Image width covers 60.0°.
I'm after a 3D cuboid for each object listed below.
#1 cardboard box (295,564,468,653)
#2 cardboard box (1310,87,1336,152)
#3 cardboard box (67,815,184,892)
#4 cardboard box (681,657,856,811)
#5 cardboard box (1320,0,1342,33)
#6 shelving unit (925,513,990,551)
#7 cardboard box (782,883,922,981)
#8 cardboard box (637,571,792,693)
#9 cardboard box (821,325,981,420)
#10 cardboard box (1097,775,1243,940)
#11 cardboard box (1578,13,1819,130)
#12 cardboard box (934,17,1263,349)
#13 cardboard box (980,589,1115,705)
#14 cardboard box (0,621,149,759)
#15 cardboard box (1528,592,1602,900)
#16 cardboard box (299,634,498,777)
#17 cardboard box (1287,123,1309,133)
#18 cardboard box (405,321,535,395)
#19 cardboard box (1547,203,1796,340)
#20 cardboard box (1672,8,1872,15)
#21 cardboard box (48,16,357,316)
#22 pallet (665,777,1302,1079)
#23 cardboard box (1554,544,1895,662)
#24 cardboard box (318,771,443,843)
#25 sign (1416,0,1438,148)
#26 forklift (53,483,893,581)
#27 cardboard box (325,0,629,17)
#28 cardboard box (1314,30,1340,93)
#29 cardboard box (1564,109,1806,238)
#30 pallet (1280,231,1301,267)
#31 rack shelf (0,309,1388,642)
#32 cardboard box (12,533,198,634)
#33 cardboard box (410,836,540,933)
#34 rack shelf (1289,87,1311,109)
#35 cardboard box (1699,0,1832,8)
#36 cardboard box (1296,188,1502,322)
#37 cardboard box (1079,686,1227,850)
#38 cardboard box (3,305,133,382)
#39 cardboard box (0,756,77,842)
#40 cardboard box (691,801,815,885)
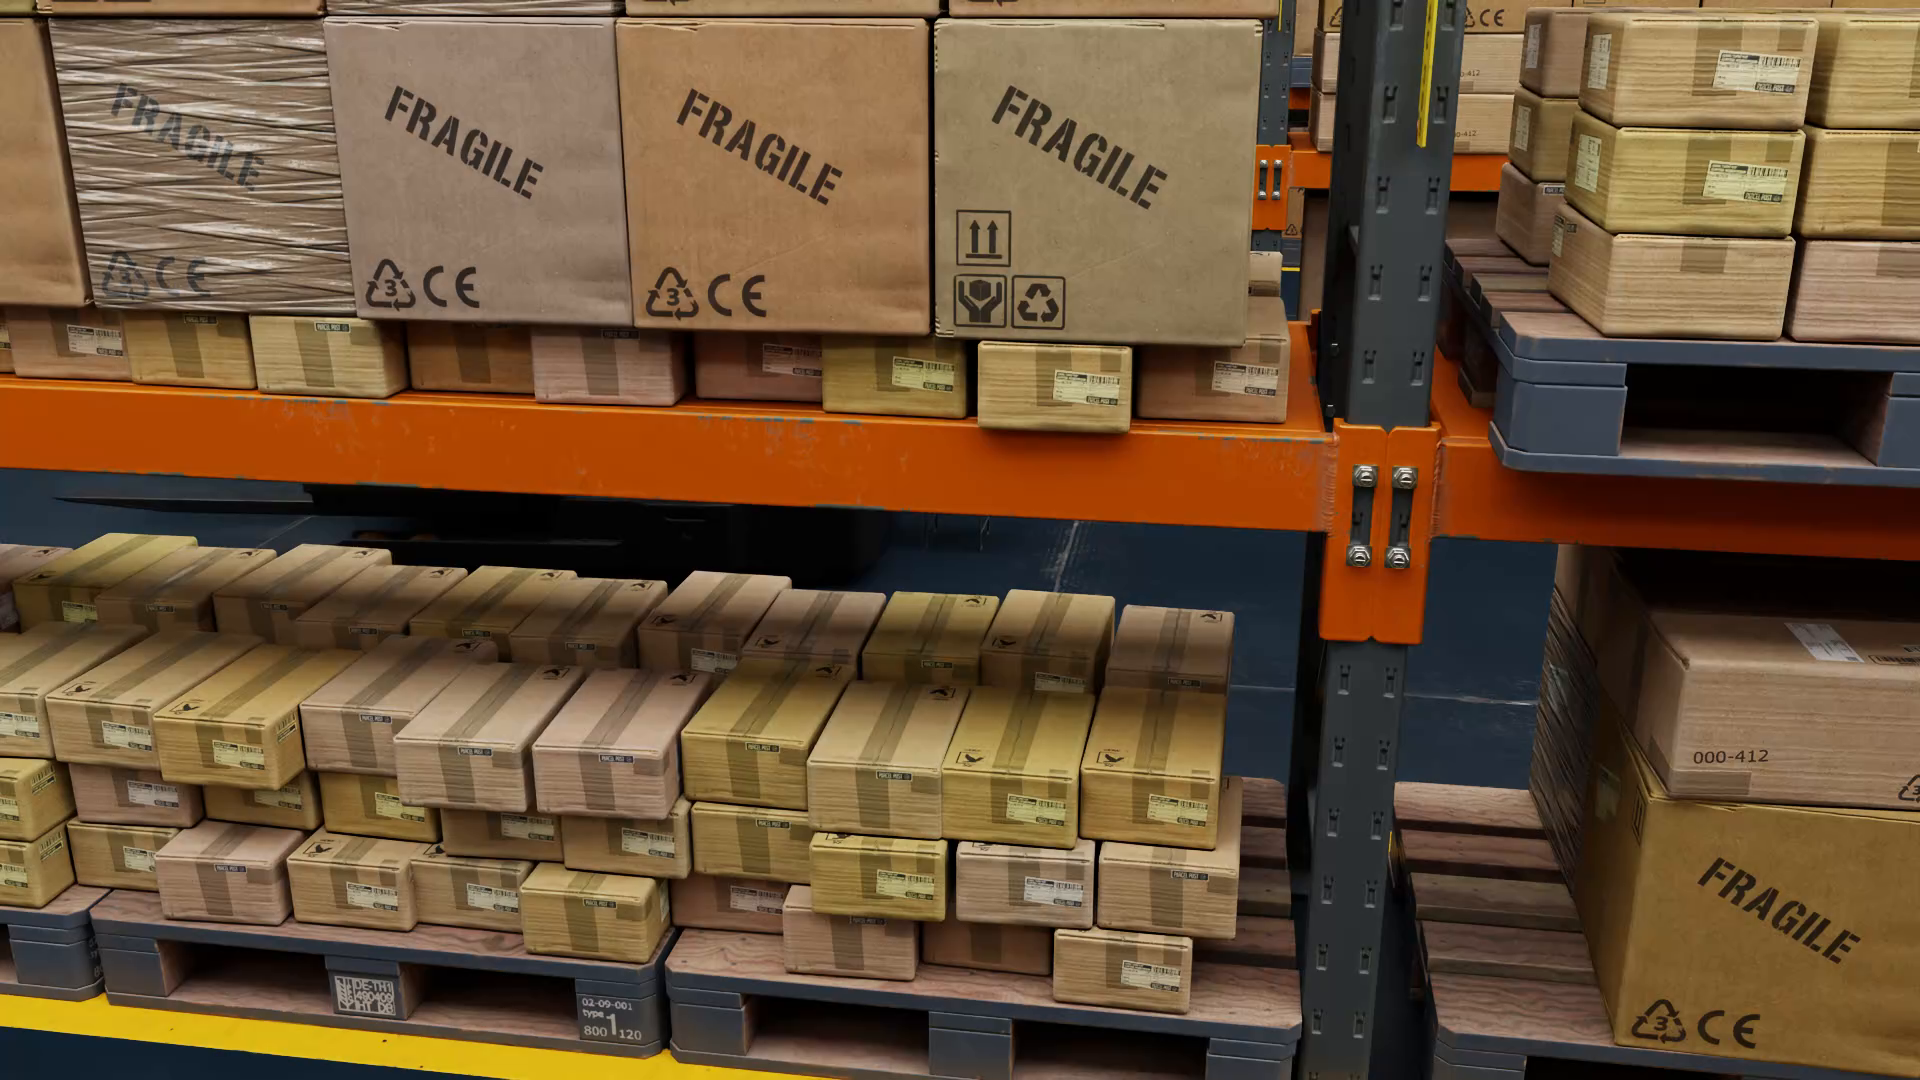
[{"bbox_3d":[-1.341,0.192,3.896,0.250,0.149,0.380,2,19,7],"label":"cardboard box"},{"bbox_3d":[1.846,-1.886,7.448,0.500,0.250,0.500,2,19,7],"label":"cardboard box"},{"bbox_3d":[-1.695,0.601,3.612,0.250,0.149,0.380,3,19,9],"label":"cardboard box"},{"bbox_3d":[-0.374,0.380,3.332,0.250,0.149,0.380,4,19,10],"label":"cardboard box"},{"bbox_3d":[1.842,-2.471,7.227,0.500,0.500,0.500,3,19,9],"label":"cardboard box"},{"bbox_3d":[-0.008,-0.427,6.162,0.210,0.900,0.258,3,19,9],"label":"shelving unit"},{"bbox_3d":[-0.187,0.702,3.310,0.250,0.149,0.380,2,19,7],"label":"cardboard box"},{"bbox_3d":[-0.559,0.209,3.846,0.250,0.149,0.380,3,19,10],"label":"cardboard box"},{"bbox_3d":[-0.077,-0.339,2.984,0.250,0.149,0.380,4,19,11],"label":"cardboard box"},{"bbox_3d":[0.407,0.590,3.175,0.250,0.149,0.380,3,19,10],"label":"cardboard box"},{"bbox_3d":[1.084,-0.704,2.476,0.250,0.149,0.380,4,19,11],"label":"cardboard box"},{"bbox_3d":[0.246,-0.630,2.832,0.500,0.500,0.500,3,19,9],"label":"cardboard box"},{"bbox_3d":[0.198,0.250,3.721,0.250,0.149,0.380,4,19,11],"label":"cardboard box"},{"bbox_3d":[-1.940,0.312,3.537,0.250,0.149,0.380,2,19,6],"label":"cardboard box"},{"bbox_3d":[1.539,0.439,3.542,0.500,0.500,0.500,3,19,8],"label":"cardboard box"},{"bbox_3d":[-1.152,0.339,3.456,0.250,0.149,0.380,3,19,9],"label":"cardboard box"},{"bbox_3d":[2.559,-2.997,12.319,0.250,0.149,0.380,3,19,8],"label":"cardboard box"},{"bbox_3d":[-0.843,-0.393,3.147,0.250,0.149,0.380,3,19,8],"label":"cardboard box"},{"bbox_3d":[1.084,-0.422,2.570,0.250,0.149,0.380,2,19,6],"label":"cardboard box"},{"bbox_3d":[1.461,-0.896,3.049,0.250,0.149,0.380,2,19,7],"label":"cardboard box"},{"bbox_3d":[-1.263,-0.715,3.086,0.500,0.500,0.500,2,19,7],"label":"cardboard box"},{"bbox_3d":[0.099,0.794,3.598,1.213,0.211,1.003,3,19,9],"label":"pallet"},{"bbox_3d":[1.544,0.083,3.423,0.500,0.250,0.500,2,19,7],"label":"cardboard box"},{"bbox_3d":[-1.135,0.475,3.517,0.250,0.149,0.380,4,19,11],"label":"cardboard box"},{"bbox_3d":[0.690,-0.746,2.441,0.005,0.325,0.100,3,19,9],"label":"sign"},{"bbox_3d":[-1.779,-1.410,5.897,3.031,2.935,1.130,1,19,3],"label":"forklift"},{"bbox_3d":[-0.753,-1.162,2.846,0.500,0.500,0.500,3,19,10],"label":"cardboard box"},{"bbox_3d":[1.843,-2.117,7.351,0.500,0.250,0.500,2,19,7],"label":"cardboard box"},{"bbox_3d":[1.084,-0.563,2.523,0.250,0.149,0.380,3,19,10],"label":"cardboard box"},{"bbox_3d":[3.046,-2.265,12.741,1.213,0.211,1.003,3,19,9],"label":"pallet"},{"bbox_3d":[-1.206,-0.265,3.502,4.000,0.370,1.077,3,19,9],"label":"rack shelf"},{"bbox_3d":[-2.103,0.115,4.126,0.250,0.149,0.380,3,19,7],"label":"cardboard box"},{"bbox_3d":[-0.942,0.648,3.471,0.250,0.149,0.380,3,19,10],"label":"cardboard box"},{"bbox_3d":[4.212,-3.175,12.199,4.000,0.370,1.077,3,19,9],"label":"rack shelf"},{"bbox_3d":[3.355,-2.404,7.027,0.500,0.500,0.500,3,19,8],"label":"cardboard box"},{"bbox_3d":[2.078,-1.247,7.989,0.875,0.875,0.875,4,19,10],"label":"cardboard box"},{"bbox_3d":[0.376,0.429,3.188,0.250,0.149,0.380,3,19,10],"label":"cardboard box"},{"bbox_3d":[-1.618,-0.426,3.245,0.250,0.149,0.380,3,19,8],"label":"cardboard box"},{"bbox_3d":[-1.951,0.474,3.520,0.250,0.149,0.380,4,19,10],"label":"cardboard box"},{"bbox_3d":[-0.362,0.529,3.358,0.250,0.149,0.380,3,19,9],"label":"cardboard box"}]
